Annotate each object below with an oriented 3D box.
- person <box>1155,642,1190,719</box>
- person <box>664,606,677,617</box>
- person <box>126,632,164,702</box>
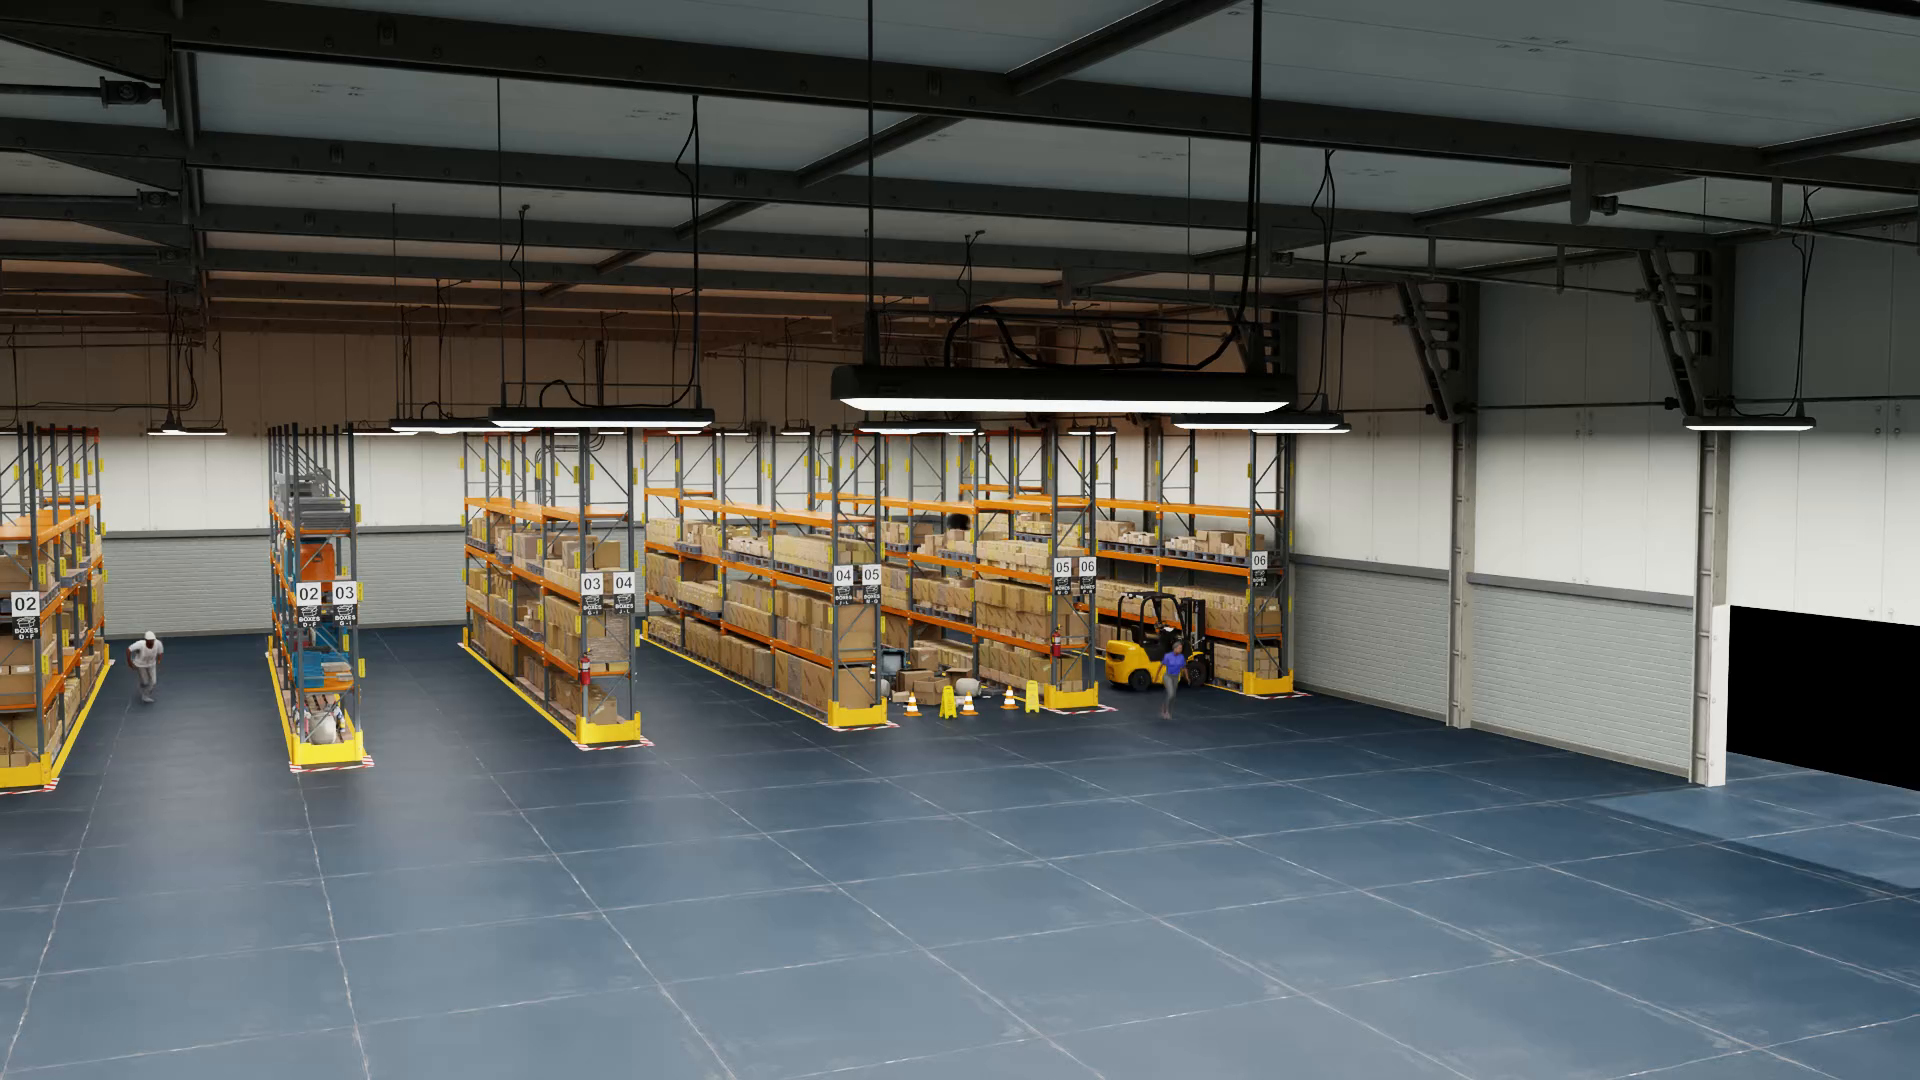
[{"bbox_3d":[4.320,2.852,33.833,0.548,1.586,0.751,-2,4,-28],"label":"person"},{"bbox_3d":[-8.629,1.794,50.078,0.653,1.763,0.839,2,4,30],"label":"person"},{"bbox_3d":[-17.651,2.744,36.010,0.732,1.568,0.901,-3,5,-41],"label":"person"}]
